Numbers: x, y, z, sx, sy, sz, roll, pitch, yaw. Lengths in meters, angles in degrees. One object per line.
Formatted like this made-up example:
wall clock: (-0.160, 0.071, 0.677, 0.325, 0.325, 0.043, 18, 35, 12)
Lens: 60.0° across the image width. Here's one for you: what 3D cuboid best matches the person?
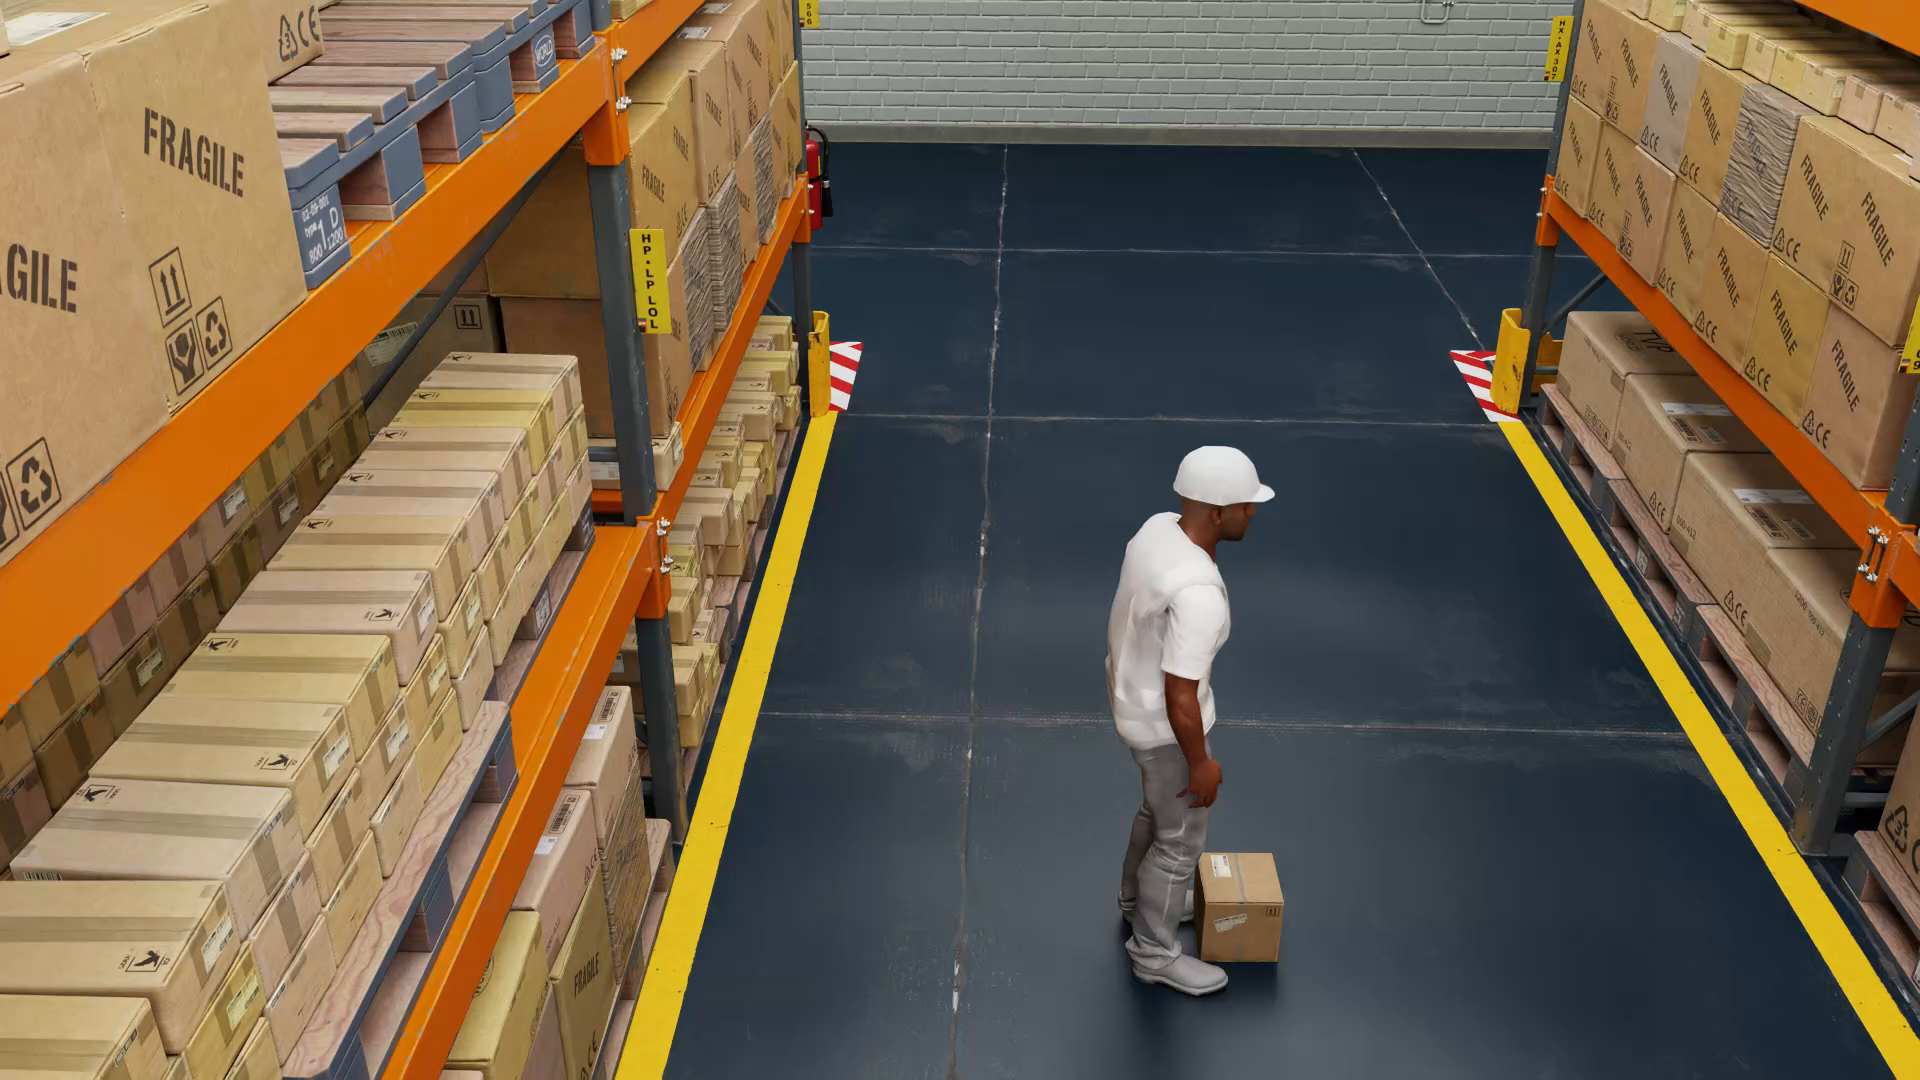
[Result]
person: (0.677, 0.529, 5.098, 0.453, 1.760, 0.635, -1, 28, -1)
